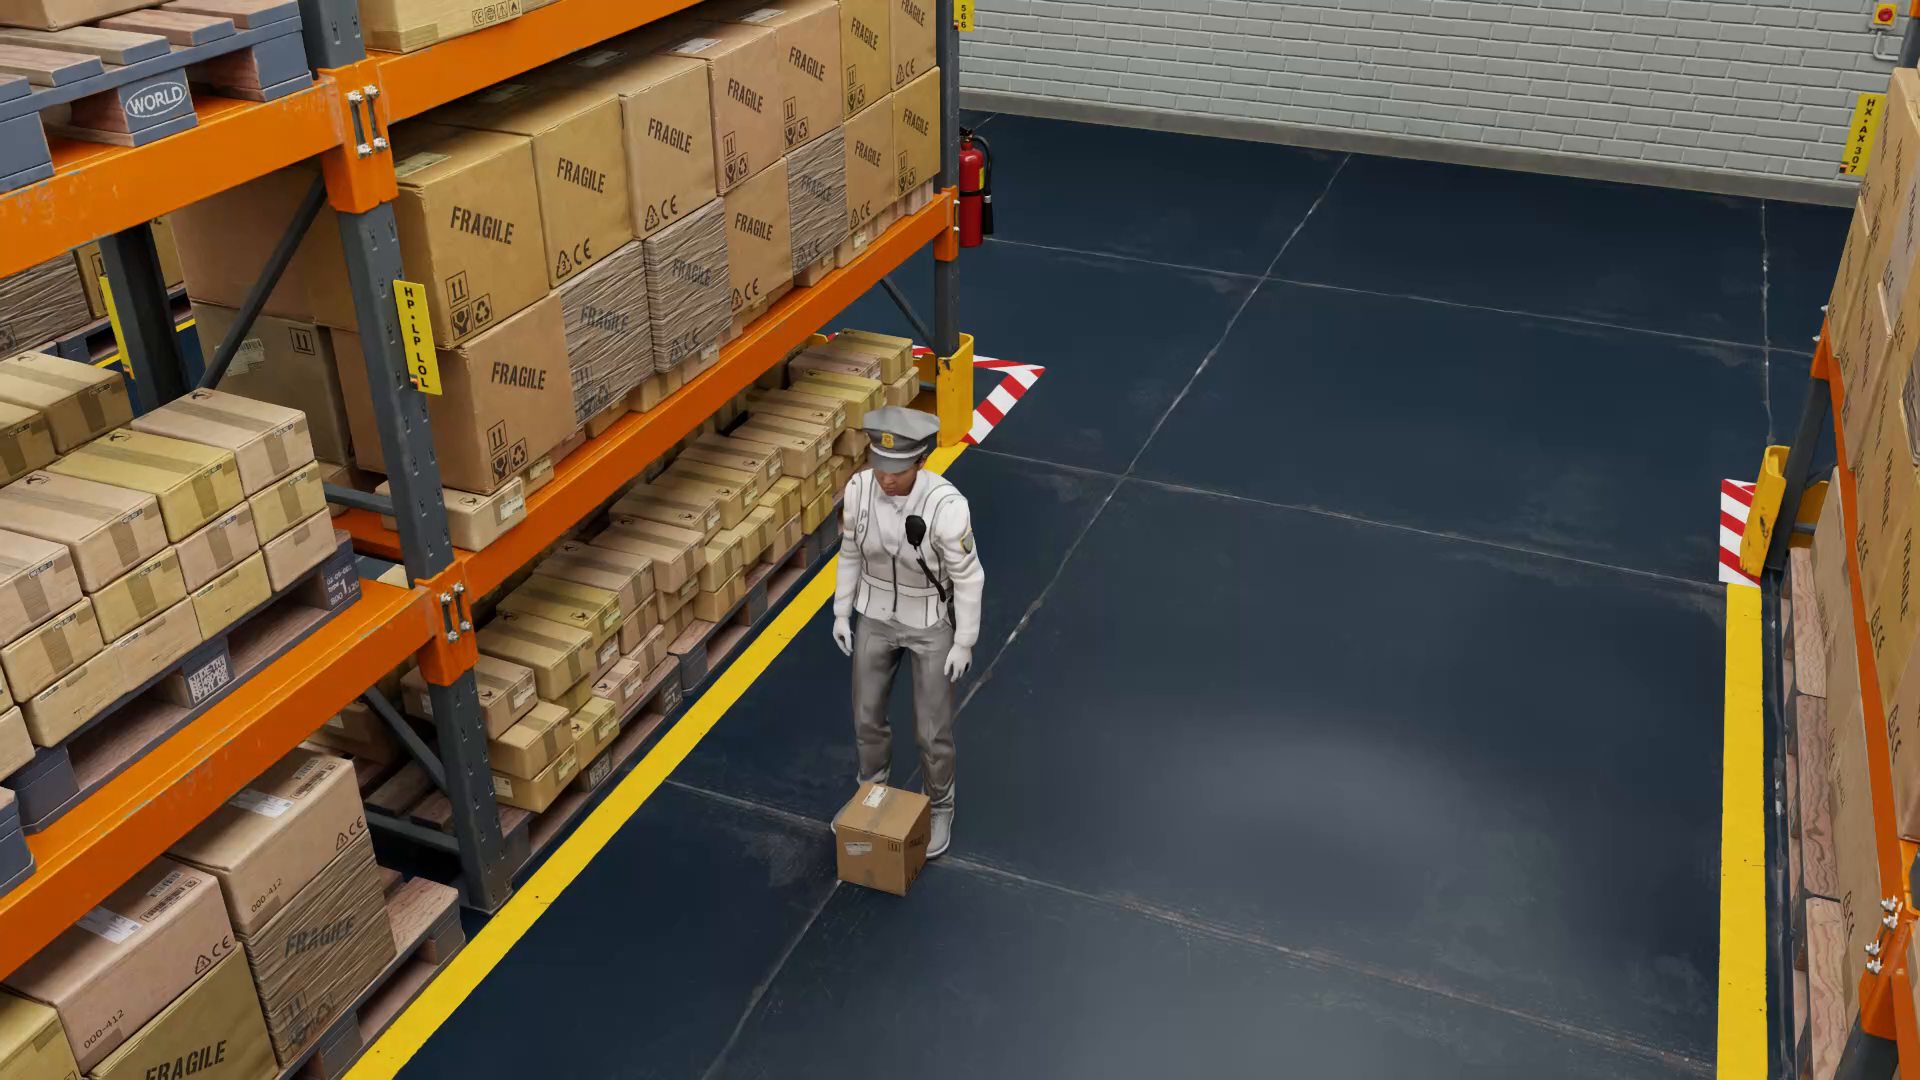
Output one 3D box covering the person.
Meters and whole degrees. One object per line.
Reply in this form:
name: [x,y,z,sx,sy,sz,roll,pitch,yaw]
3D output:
person: [-0.184,0.303,5.596,0.526,1.663,0.375,11,32,19]
